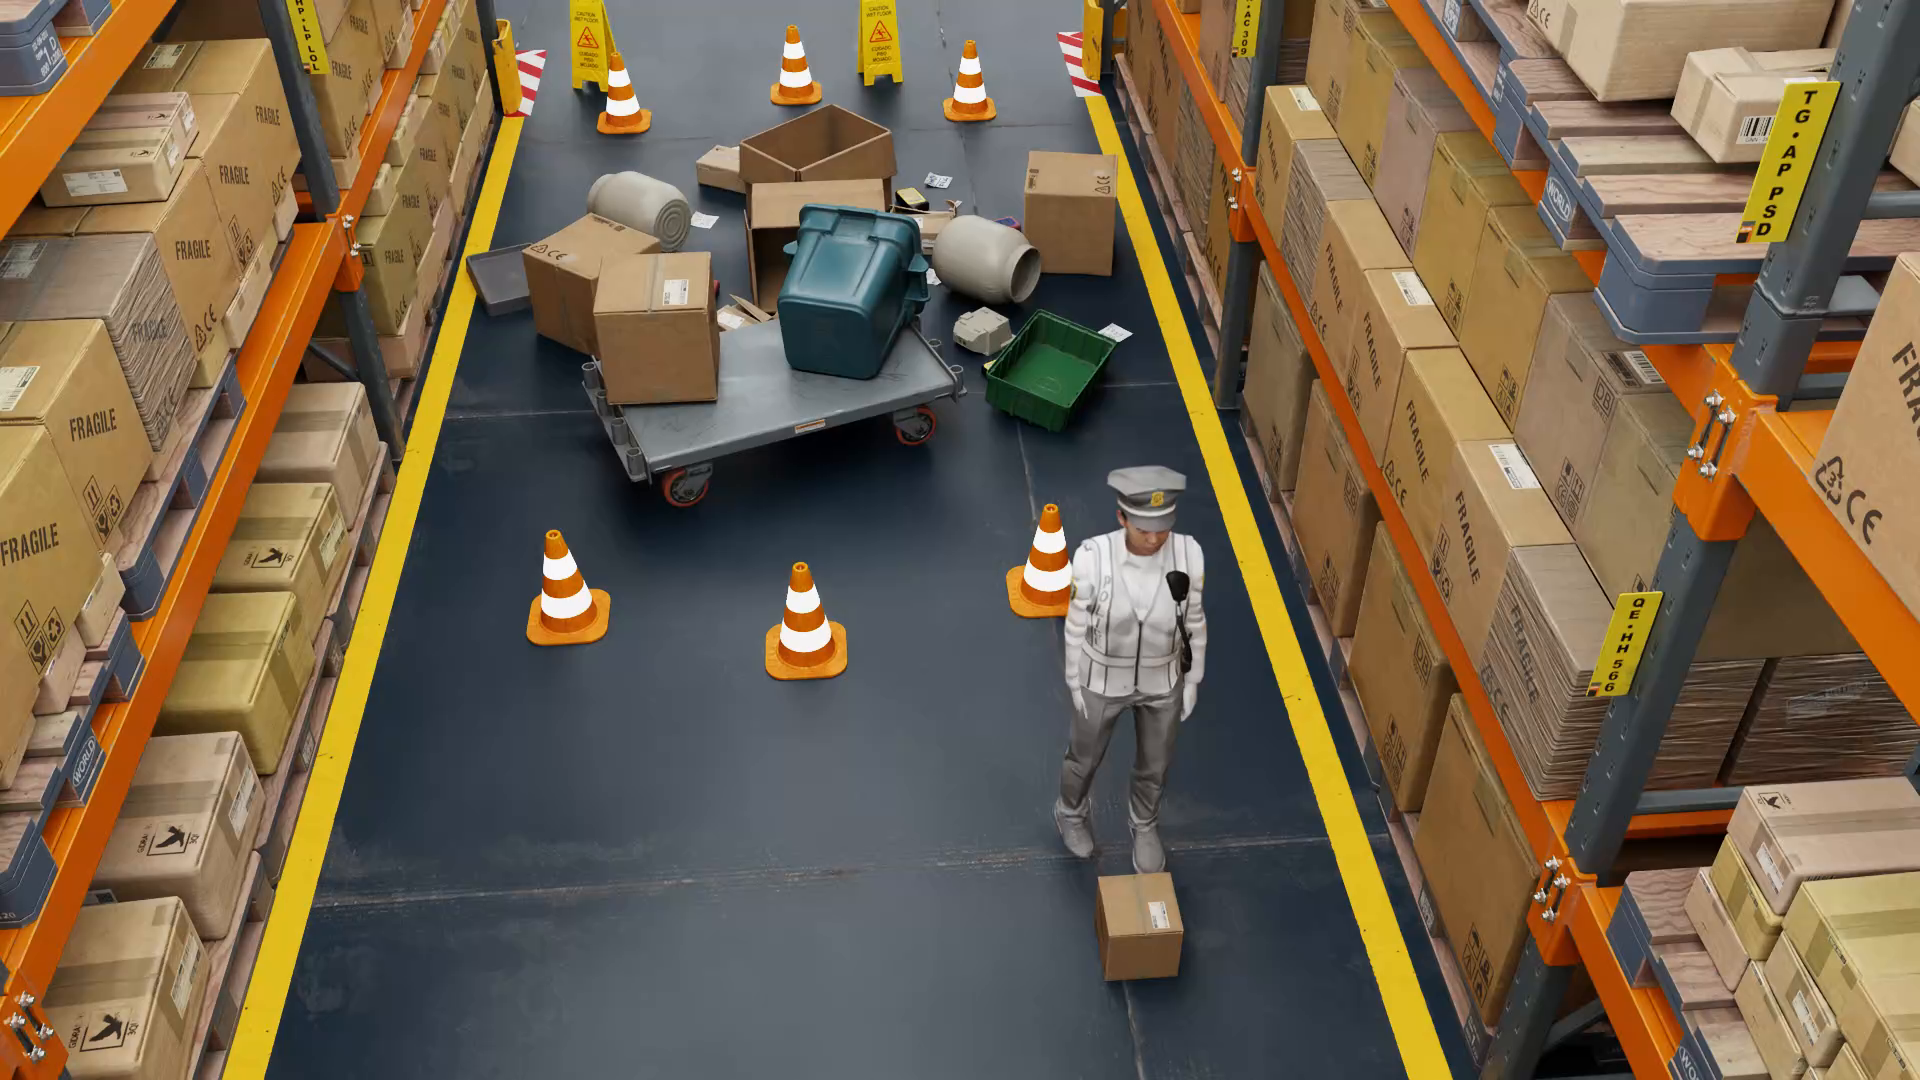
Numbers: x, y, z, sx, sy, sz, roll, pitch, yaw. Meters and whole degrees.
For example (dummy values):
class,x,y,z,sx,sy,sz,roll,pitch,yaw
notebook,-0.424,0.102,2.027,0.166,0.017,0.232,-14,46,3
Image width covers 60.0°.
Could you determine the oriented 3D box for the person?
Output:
class,x,y,z,sx,sy,sz,roll,pitch,yaw
person,0.582,0.482,5.588,0.473,1.728,0.357,-3,39,-3
